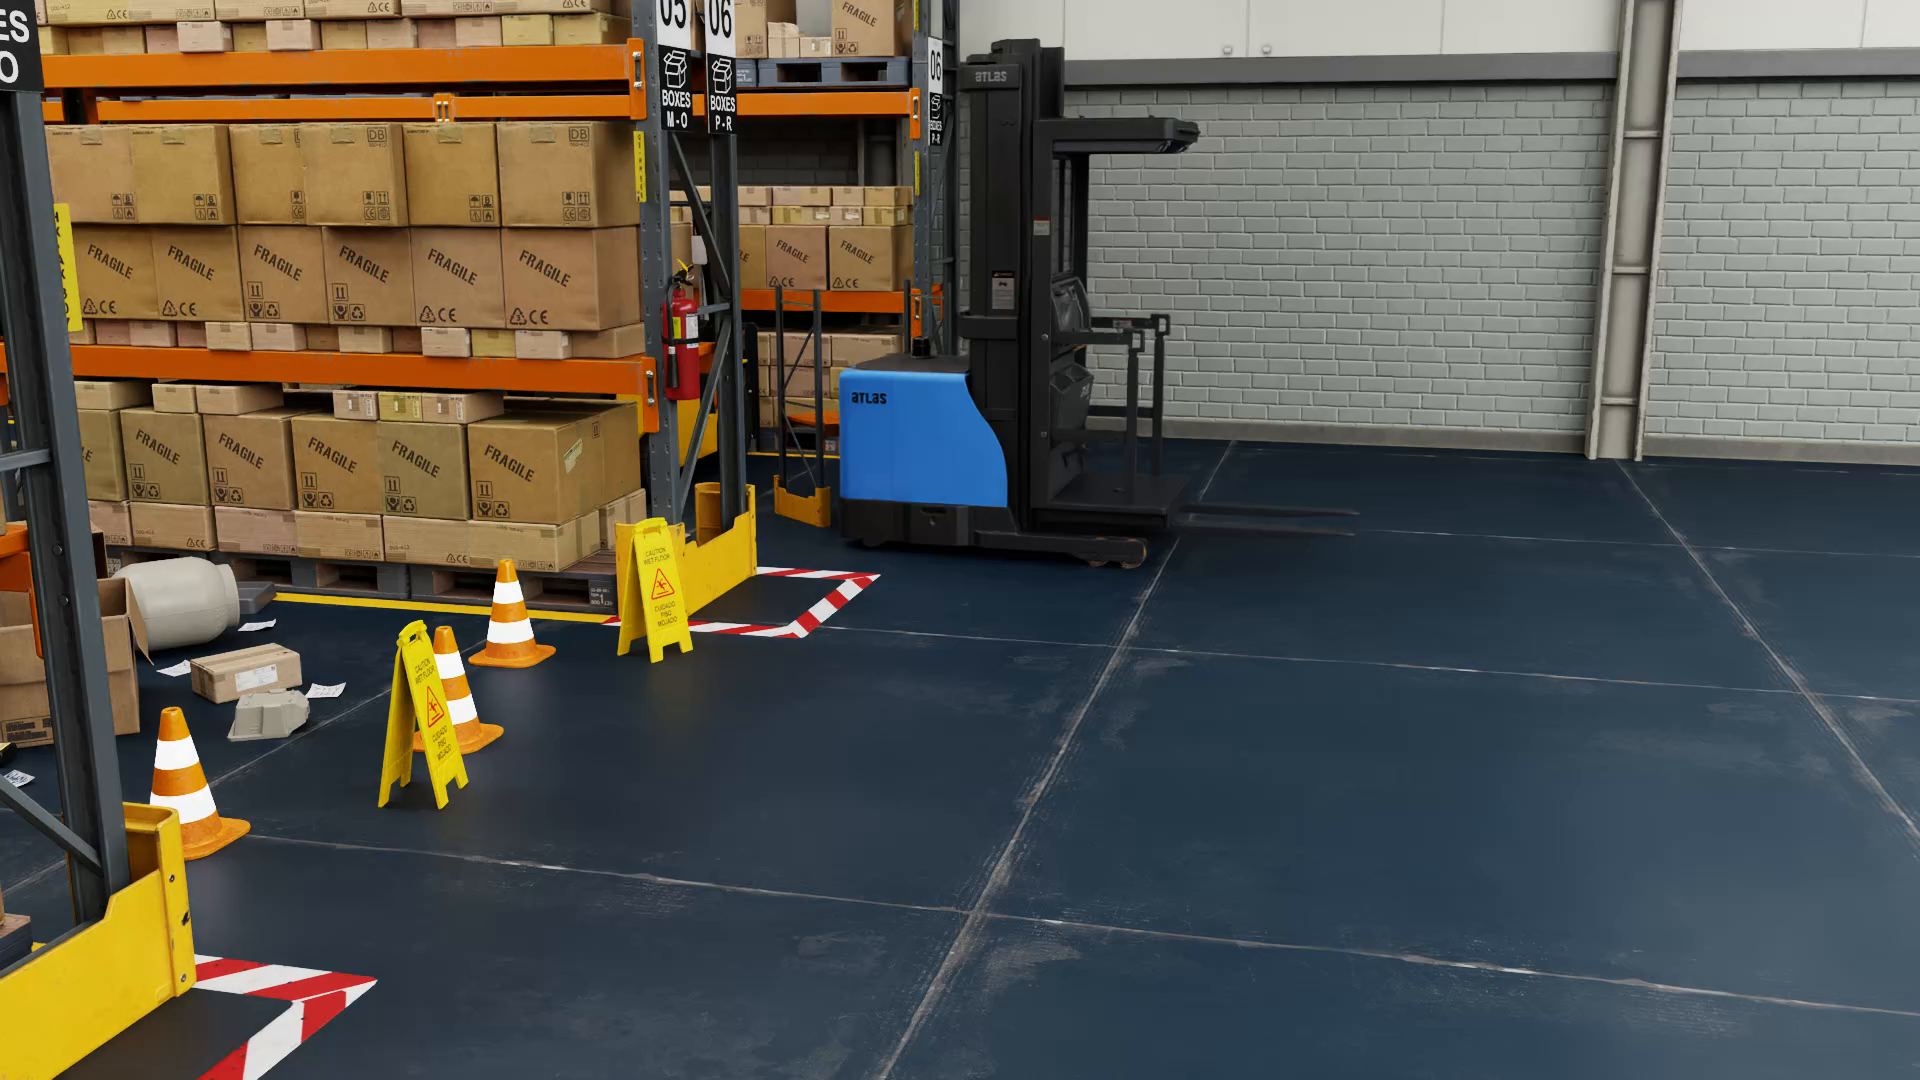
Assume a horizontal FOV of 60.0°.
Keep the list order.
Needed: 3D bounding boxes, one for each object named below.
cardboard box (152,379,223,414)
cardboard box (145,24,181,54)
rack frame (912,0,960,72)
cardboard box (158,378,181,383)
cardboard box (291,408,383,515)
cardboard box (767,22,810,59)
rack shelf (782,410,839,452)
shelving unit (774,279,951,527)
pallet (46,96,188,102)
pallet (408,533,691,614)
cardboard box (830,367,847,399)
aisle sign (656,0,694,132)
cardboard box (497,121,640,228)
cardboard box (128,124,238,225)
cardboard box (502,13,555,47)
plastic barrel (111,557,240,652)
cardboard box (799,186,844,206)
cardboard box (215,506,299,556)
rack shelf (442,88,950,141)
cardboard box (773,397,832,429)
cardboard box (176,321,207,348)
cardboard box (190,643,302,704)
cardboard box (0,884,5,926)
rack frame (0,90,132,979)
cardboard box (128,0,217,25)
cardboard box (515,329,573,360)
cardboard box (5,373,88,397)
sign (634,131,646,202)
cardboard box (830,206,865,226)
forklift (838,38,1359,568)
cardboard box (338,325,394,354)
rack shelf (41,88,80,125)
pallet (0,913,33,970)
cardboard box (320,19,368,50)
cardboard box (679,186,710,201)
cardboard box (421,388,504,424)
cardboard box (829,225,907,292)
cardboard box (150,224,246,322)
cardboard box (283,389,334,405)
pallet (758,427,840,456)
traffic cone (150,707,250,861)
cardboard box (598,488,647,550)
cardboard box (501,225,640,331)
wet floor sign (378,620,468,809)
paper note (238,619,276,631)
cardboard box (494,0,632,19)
[{"bbox_3d":[-4.134,-0.788,9.010,0.250,0.149,0.380,4,13,16],"label":"cardboard box"},{"bbox_3d":[-4.007,-2.597,8.668,0.250,0.149,0.380,3,13,12],"label":"cardboard box"},{"bbox_3d":[-0.180,-5.141,12.628,0.127,3.000,1.000,3,13,14],"label":"rack frame"},{"bbox_3d":[-6.708,-1.605,15.056,0.625,0.625,0.875,3,13,15],"label":"cardboard box"},{"bbox_3d":[-3.201,-0.437,8.927,0.500,0.500,0.500,3,13,12],"label":"cardboard box"},{"bbox_3d":[-1.303,-3.857,12.876,0.258,0.266,0.396,3,13,14],"label":"cardboard box"},{"bbox_3d":[-0.624,-0.758,11.019,1.000,0.185,0.538,-9,16,-36],"label":"rack shelf"},{"bbox_3d":[-0.631,-0.933,10.975,1.083,1.500,0.587,-9,16,-36],"label":"shelving unit"},{"bbox_3d":[-7.266,-3.983,14.770,1.003,0.211,1.213,4,13,16],"label":"pallet"},{"bbox_3d":[-2.219,0.140,9.115,1.213,0.211,1.003,3,13,14],"label":"pallet"},{"bbox_3d":[-0.727,-1.278,13.293,0.500,0.250,0.500,3,13,13],"label":"cardboard box"},{"bbox_3d":[-1.375,-2.373,8.001,0.004,0.787,0.394,3,13,14],"label":"aisle sign"},{"bbox_3d":[-1.914,-1.831,8.333,0.500,0.500,0.700,3,13,12],"label":"cardboard box"},{"bbox_3d":[-3.902,-1.926,8.764,0.500,0.500,0.700,3,13,12],"label":"cardboard box"},{"bbox_3d":[-2.028,-2.475,8.120,0.250,0.149,0.380,3,13,14],"label":"cardboard box"},{"bbox_3d":[-3.733,0.301,7.899,0.512,0.421,0.421,-9,15,-35],"label":"plastic barrel"},{"bbox_3d":[-1.085,-2.711,13.112,0.250,0.149,0.380,3,13,15],"label":"cardboard box"},{"bbox_3d":[-3.704,-0.098,9.130,0.500,0.250,0.500,3,13,13],"label":"cardboard box"},{"bbox_3d":[-2.121,-3.429,13.498,4.000,0.370,1.077,3,13,14],"label":"rack shelf"},{"bbox_3d":[-1.192,-1.060,13.465,0.500,0.250,0.500,3,13,14],"label":"cardboard box"},{"bbox_3d":[-3.999,-1.132,8.990,0.250,0.149,0.380,3,13,13],"label":"cardboard box"},{"bbox_3d":[-3.121,0.581,7.272,0.250,0.149,0.380,12,17,43],"label":"cardboard box"},{"bbox_3d":[-3.127,0.689,4.137,0.875,0.875,0.875,3,13,14],"label":"cardboard box"},{"bbox_3d":[-2.453,-0.122,3.856,0.127,3.000,1.000,3,13,14],"label":"rack frame"},{"bbox_3d":[-3.901,-2.778,8.563,0.500,0.250,0.500,3,13,14],"label":"cardboard box"},{"bbox_3d":[-2.052,-1.009,8.438,0.250,0.149,0.380,3,13,13],"label":"cardboard box"},{"bbox_3d":[-8.409,-1.588,15.269,0.500,0.500,0.500,3,13,15],"label":"cardboard box"},{"bbox_3d":[-1.518,-1.772,7.891,0.005,0.325,0.100,3,13,14],"label":"sign"},{"bbox_3d":[-0.839,-2.543,13.043,0.250,0.149,0.380,3,13,14],"label":"cardboard box"},{"bbox_3d":[0.842,-1.397,9.766,3.031,2.935,1.130,3,13,15],"label":"forklift"},{"bbox_3d":[-3.038,-1.071,8.717,0.250,0.149,0.380,3,13,13],"label":"cardboard box"},{"bbox_3d":[-7.191,-2.592,9.728,4.000,0.370,1.077,3,13,14],"label":"rack shelf"},{"bbox_3d":[-3.248,1.215,4.271,1.213,0.211,1.003,3,13,14],"label":"pallet"},{"bbox_3d":[-3.015,-2.542,8.418,0.250,0.149,0.380,3,13,12],"label":"cardboard box"},{"bbox_3d":[-2.069,-2.775,13.401,0.250,0.149,0.380,3,13,14],"label":"cardboard box"},{"bbox_3d":[-2.578,-0.705,8.635,0.250,0.149,0.380,3,13,15],"label":"cardboard box"},{"bbox_3d":[-0.720,-2.231,13.133,0.500,0.500,0.500,3,13,12],"label":"cardboard box"},{"bbox_3d":[-3.911,-1.438,8.872,0.500,0.500,0.500,3,13,13],"label":"cardboard box"},{"bbox_3d":[-3.620,-0.578,9.559,0.500,0.500,0.500,4,13,17],"label":"cardboard box"},{"bbox_3d":[-0.932,-0.881,13.719,1.213,0.211,1.003,3,13,14],"label":"pallet"},{"bbox_3d":[-2.629,0.791,5.601,0.334,0.463,0.336,3,13,14],"label":"traffic cone"},{"bbox_3d":[-2.082,-0.130,9.275,0.500,0.250,0.500,3,13,13],"label":"cardboard box"},{"bbox_3d":[-1.958,-1.332,8.395,0.500,0.500,0.500,3,13,13],"label":"cardboard box"},{"bbox_3d":[-1.951,0.613,5.981,0.232,0.644,0.267,1,13,4],"label":"wet floor sign"},{"bbox_3d":[-3.492,0.421,8.265,0.148,0.019,0.142,-1,13,-6],"label":"paper note"},{"bbox_3d":[-1.927,-2.674,8.095,0.500,0.250,0.500,3,13,13],"label":"cardboard box"}]
